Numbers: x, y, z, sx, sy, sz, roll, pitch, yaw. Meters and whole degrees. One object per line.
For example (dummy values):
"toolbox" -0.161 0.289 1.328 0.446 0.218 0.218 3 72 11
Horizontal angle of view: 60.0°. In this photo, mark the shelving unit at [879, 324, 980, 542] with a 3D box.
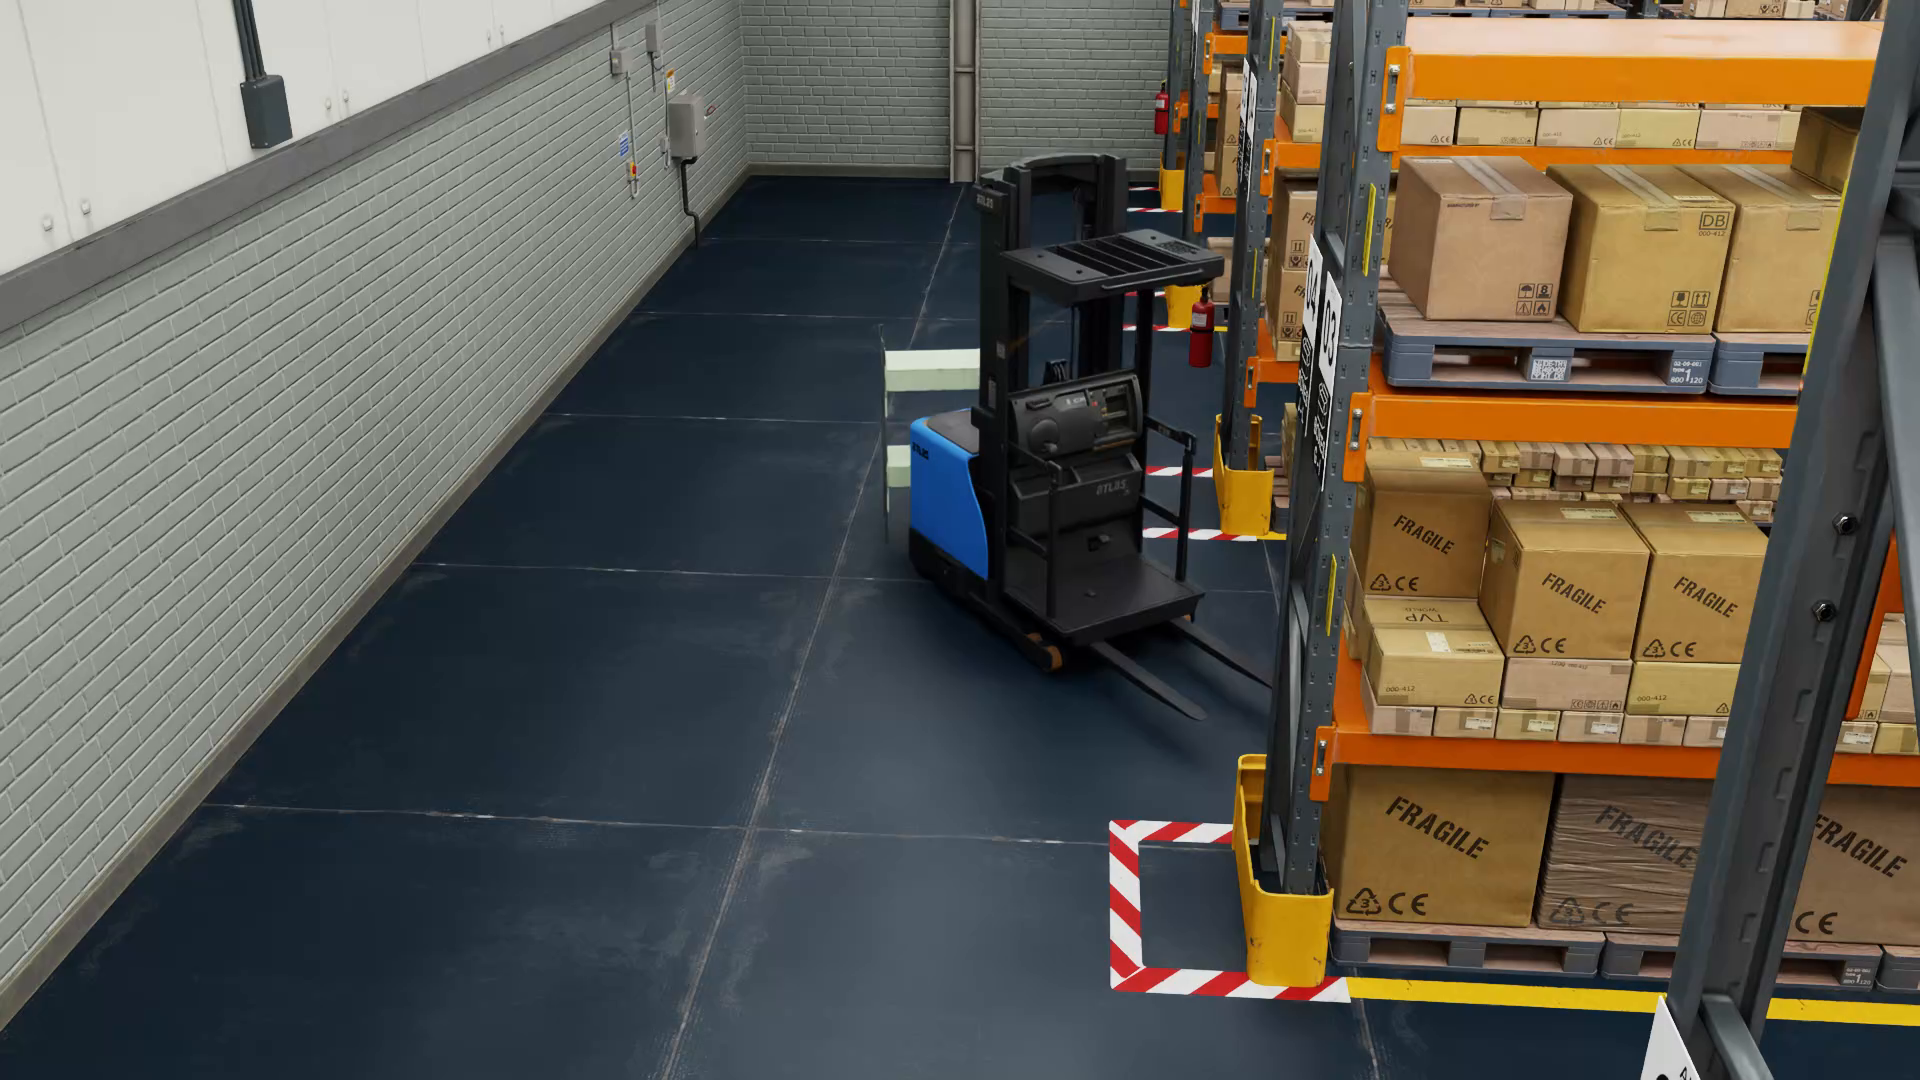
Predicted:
"shelving unit" -0.174 -0.761 11.822 0.755 1.500 0.431 -2 25 -4

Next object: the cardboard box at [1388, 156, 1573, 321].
"cardboard box" 2.077 -1.227 6.710 0.500 0.500 0.700 0 25 1

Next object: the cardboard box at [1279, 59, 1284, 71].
"cardboard box" 3.205 -4.602 16.283 0.250 0.149 0.380 2 25 3

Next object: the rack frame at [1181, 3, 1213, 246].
"rack frame" 2.313 -3.707 16.430 0.127 3.000 1.000 2 25 4

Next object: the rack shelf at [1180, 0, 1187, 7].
"rack shelf" 4.683 -6.748 20.310 4.000 0.370 1.077 2 25 4

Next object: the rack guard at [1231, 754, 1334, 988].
"rack guard" 1.530 1.558 7.978 0.348 0.500 1.175 2 25 4

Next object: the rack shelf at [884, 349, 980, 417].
"rack shelf" -0.174 -1.116 11.659 0.720 0.370 0.431 -2 25 -4

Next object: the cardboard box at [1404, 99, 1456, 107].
"cardboard box" 2.973 -3.024 10.938 0.500 0.250 0.500 2 25 3

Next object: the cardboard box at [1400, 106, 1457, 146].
"cardboard box" 2.987 -2.796 11.040 0.500 0.250 0.500 3 25 6

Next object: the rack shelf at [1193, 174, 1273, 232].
"rack shelf" 4.307 -3.317 16.441 4.000 0.370 1.077 2 25 4

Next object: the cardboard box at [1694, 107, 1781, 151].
"cardboard box" 5.016 -2.732 10.900 0.500 0.250 0.500 2 25 4

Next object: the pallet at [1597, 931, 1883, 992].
"pallet" 3.571 1.723 7.965 1.213 0.211 1.003 2 25 4

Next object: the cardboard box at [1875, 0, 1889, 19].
"cardboard box" 8.510 -4.986 14.998 0.500 0.500 0.500 2 25 4

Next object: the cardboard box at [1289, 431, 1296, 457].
"cardboard box" 2.531 -0.649 11.979 0.250 0.149 0.380 1 25 2

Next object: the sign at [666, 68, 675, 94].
"sign" -3.216 -5.108 18.485 0.001 0.242 0.339 2 25 4

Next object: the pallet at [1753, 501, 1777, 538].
"pallet" 5.351 -0.253 12.259 1.213 0.211 1.003 2 25 4

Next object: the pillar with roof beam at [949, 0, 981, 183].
"pillar with roof beam" -0.260 -7.169 16.777 0.400 9.000 9.100 2 25 4

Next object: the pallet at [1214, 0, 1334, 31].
"pallet" 3.053 -5.010 15.779 1.213 0.211 1.003 2 25 4

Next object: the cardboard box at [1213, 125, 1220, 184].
"cardboard box" 2.814 -3.848 16.615 0.500 0.500 0.500 2 25 4

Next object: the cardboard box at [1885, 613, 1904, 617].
"cardboard box" 4.082 0.328 7.485 0.500 0.250 0.500 2 25 5

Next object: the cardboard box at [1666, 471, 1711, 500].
"cardboard box" 5.145 -0.426 11.851 0.250 0.149 0.380 1 25 2

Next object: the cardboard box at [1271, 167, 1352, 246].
"cardboard box" 2.510 -2.365 11.841 0.500 0.500 0.500 1 25 3

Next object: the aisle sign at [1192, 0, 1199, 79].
"aisle sign" 2.219 -4.770 15.629 0.004 0.787 0.394 2 25 4

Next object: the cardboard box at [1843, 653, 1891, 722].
"cardboard box" 3.552 0.530 7.045 0.500 0.250 0.500 1 25 3

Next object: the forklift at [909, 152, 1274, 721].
"forklift" 0.838 -0.739 10.060 1.130 2.935 3.031 -14 28 -28

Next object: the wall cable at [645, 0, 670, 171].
"wall cable" -3.214 -4.931 17.874 0.122 1.984 0.588 2 25 4

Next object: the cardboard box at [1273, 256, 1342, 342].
"cardboard box" 2.461 -1.692 11.575 0.500 0.500 0.500 3 25 6

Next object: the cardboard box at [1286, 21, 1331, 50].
"cardboard box" 2.389 -3.456 11.399 0.250 0.149 0.380 2 25 4

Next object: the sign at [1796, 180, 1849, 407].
"sign" 1.201 -0.321 2.280 0.005 0.325 0.100 2 25 4

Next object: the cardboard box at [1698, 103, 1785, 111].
"cardboard box" 5.025 -2.965 10.809 0.500 0.250 0.500 1 25 2

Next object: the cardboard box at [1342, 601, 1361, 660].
"cardboard box" 1.934 0.411 7.780 0.250 0.149 0.380 2 25 5

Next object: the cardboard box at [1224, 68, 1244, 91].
"cardboard box" 2.646 -4.375 15.789 0.250 0.149 0.380 2 25 5

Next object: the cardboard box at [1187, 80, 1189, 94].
"cardboard box" 3.040 -5.763 21.199 0.250 0.149 0.380 2 25 3

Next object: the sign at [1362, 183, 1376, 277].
"sign" 1.506 -1.142 6.125 0.005 0.325 0.100 2 25 4

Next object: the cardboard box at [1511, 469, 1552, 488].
"cardboard box" 4.119 -0.518 12.052 0.250 0.149 0.380 3 25 6

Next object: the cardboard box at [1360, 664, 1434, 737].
"cardboard box" 1.883 0.686 7.183 0.250 0.149 0.380 2 25 5

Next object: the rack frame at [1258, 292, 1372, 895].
"rack frame" 1.554 0.423 7.454 0.127 3.000 1.000 2 25 4

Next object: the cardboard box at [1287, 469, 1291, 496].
"cardboard box" 2.533 -0.387 12.121 0.250 0.149 0.380 2 25 5

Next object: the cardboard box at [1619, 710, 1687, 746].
"cardboard box" 2.908 0.718 7.113 0.250 0.149 0.380 1 25 3

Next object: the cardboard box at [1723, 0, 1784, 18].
"cardboard box" 7.158 -5.029 15.092 0.500 0.500 0.500 1 25 3

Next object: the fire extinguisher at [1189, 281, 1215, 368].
"fire extinguisher" 1.819 -1.637 12.469 0.183 0.674 0.296 2 25 4

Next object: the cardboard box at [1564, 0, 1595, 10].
"cardboard box" 5.640 -5.004 15.199 0.258 0.266 0.396 3 25 6

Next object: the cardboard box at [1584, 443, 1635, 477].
"cardboard box" 4.612 -0.589 11.850 0.250 0.149 0.380 1 25 1

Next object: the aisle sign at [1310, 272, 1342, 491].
"aisle sign" 1.459 -0.635 6.644 0.004 0.787 0.394 2 25 4

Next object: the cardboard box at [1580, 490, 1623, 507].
"cardboard box" 4.574 -0.312 11.960 0.250 0.149 0.380 2 25 4

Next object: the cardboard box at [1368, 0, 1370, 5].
"cardboard box" 3.802 -5.197 15.564 0.500 0.311 0.500 2 25 5

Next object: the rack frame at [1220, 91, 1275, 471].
"rack frame" 2.035 -1.641 11.939 0.127 3.000 1.000 2 25 4

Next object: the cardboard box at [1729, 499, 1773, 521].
"cardboard box" 5.606 -0.279 11.888 0.250 0.149 0.380 2 25 5

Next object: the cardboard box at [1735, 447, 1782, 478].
"cardboard box" 5.648 -0.582 11.834 0.250 0.149 0.380 3 25 5

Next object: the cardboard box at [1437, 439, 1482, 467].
"cardboard box" 3.586 -0.642 11.965 0.250 0.149 0.380 3 25 6
